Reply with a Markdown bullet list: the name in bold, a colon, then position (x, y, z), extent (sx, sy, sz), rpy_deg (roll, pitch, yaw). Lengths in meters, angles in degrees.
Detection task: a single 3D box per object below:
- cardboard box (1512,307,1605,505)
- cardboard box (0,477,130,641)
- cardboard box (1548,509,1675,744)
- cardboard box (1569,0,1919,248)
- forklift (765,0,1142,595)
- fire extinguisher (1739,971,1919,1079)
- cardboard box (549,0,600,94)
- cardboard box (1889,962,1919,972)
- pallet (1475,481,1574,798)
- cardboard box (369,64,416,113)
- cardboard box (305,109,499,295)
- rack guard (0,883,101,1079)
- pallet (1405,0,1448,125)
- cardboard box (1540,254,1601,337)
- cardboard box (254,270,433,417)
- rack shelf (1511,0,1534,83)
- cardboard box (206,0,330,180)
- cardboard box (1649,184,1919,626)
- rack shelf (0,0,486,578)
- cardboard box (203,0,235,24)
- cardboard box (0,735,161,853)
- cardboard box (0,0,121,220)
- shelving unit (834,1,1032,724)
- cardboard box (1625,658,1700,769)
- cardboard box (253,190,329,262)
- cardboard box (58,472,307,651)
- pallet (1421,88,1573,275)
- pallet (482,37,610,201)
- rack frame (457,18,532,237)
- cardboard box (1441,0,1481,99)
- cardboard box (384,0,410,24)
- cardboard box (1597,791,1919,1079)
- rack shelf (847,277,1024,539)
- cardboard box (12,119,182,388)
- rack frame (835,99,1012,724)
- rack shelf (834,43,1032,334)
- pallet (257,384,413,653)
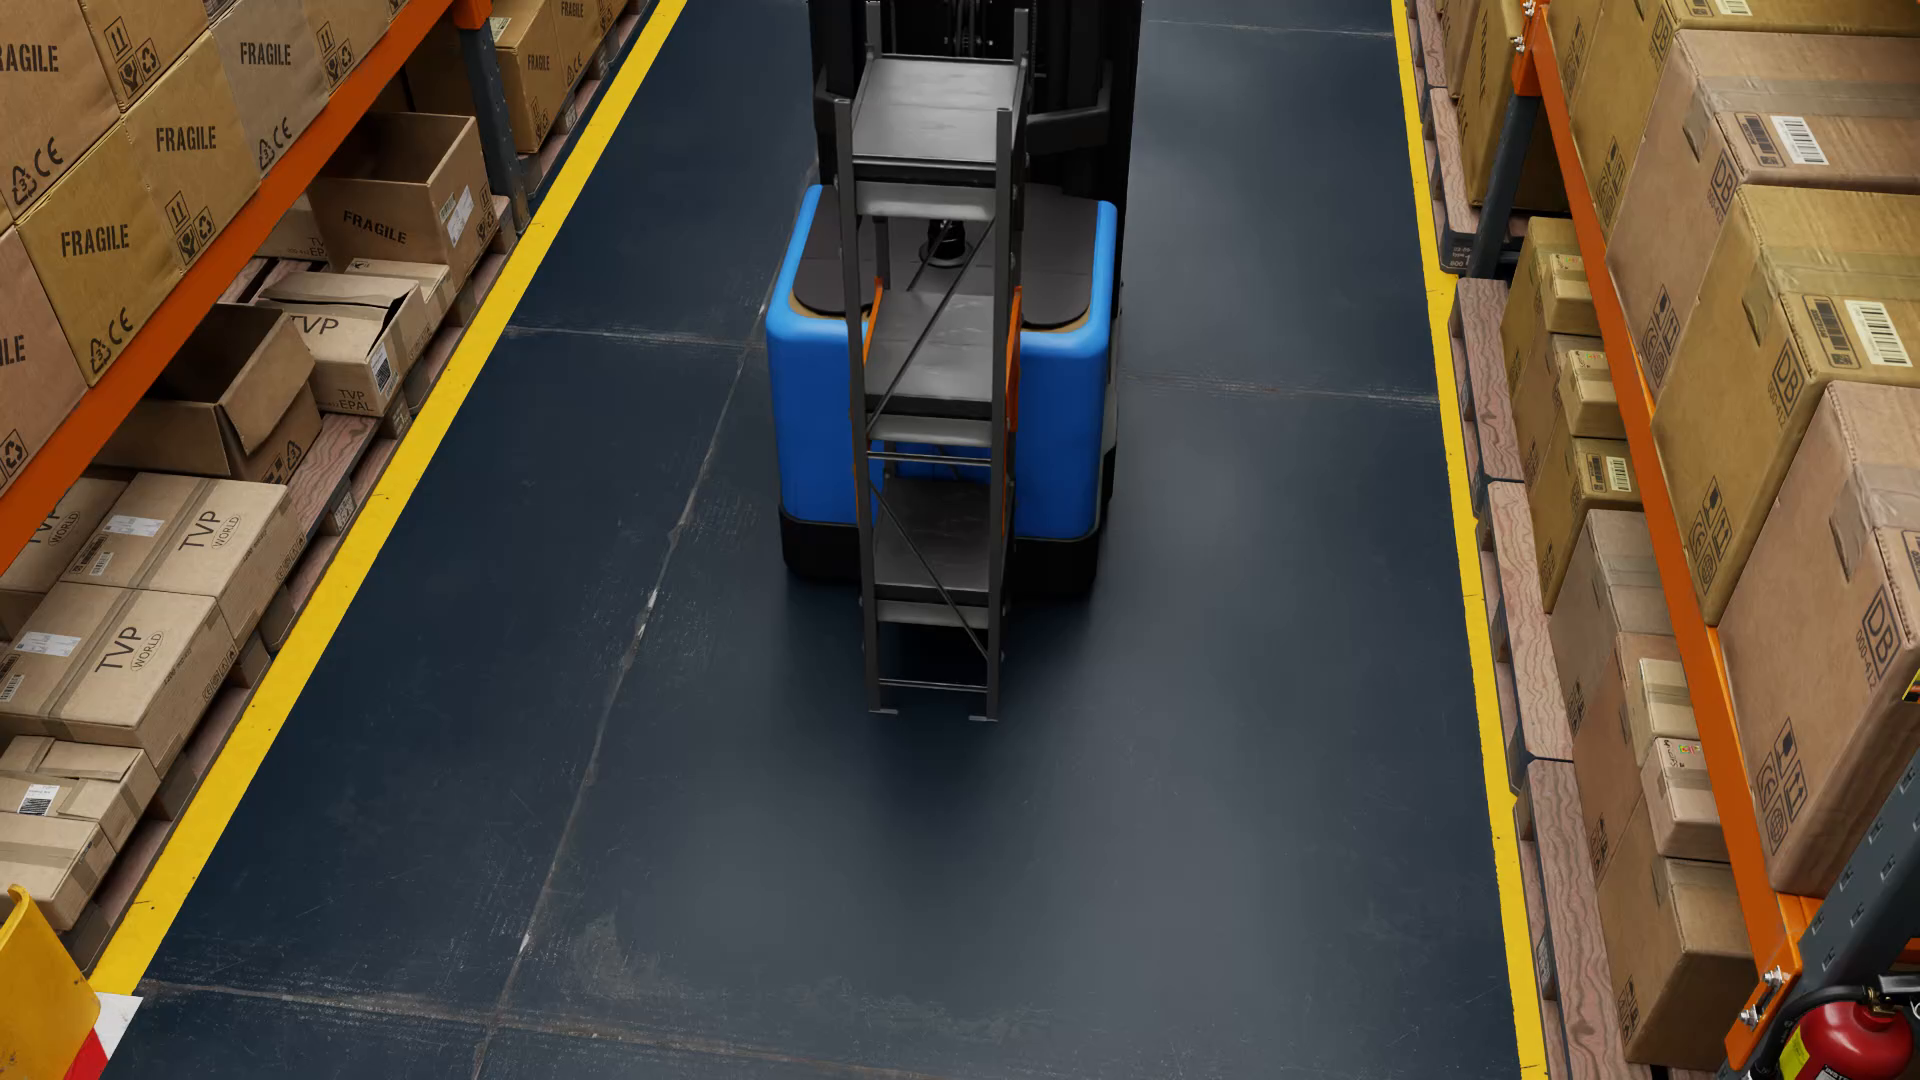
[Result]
- **cardboard box**: position (2.278, -0.432, 5.537), extent (0.700, 0.500, 0.500), rpy_deg (5, 44, 5)
- **cardboard box**: position (-2.908, 0.049, 5.196), extent (0.500, 0.250, 0.500), rpy_deg (5, 44, 6)
- **cardboard box**: position (2.145, 0.281, 4.784), extent (0.700, 0.500, 0.500), rpy_deg (4, 44, 4)
- **cardboard box**: position (2.359, -1.274, 4.695), extent (0.980, 0.700, 0.700), rpy_deg (4, 44, 4)
- **forklift**: position (0.075, -1.898, 5.623), extent (1.130, 2.935, 3.031), rpy_deg (4, 44, 4)
- **fire extinguisher**: position (1.542, 0.921, 2.924), extent (0.296, 0.674, 0.183), rpy_deg (5, 44, 6)
- **cardboard box**: position (-1.997, -2.402, 7.603), extent (0.500, 0.500, 0.500), rpy_deg (6, 44, 6)
- **cardboard box**: position (2.195, 0.833, 3.729), extent (0.380, 0.149, 0.250), rpy_deg (6, 44, 6)
- **pallet**: position (2.212, 0.328, 5.250), extent (1.003, 0.211, 1.213), rpy_deg (5, 44, 6)
- **cardboard box**: position (-2.581, -2.092, 7.276), extent (0.500, 0.500, 0.500), rpy_deg (5, 44, 5)
- **cardboard box**: position (-2.156, -1.316, 6.456), extent (0.500, 0.500, 0.500), rpy_deg (5, 44, 6)
- **rack guard**: position (-2.881, 1.104, 4.220), extent (1.175, 0.500, 0.348), rpy_deg (5, 44, 6)
- **pallet**: position (2.735, -2.384, 8.114), extent (1.003, 0.211, 1.213), rpy_deg (5, 44, 6)
- **cardboard box**: position (2.122, -0.793, 5.447), extent (0.380, 0.149, 0.250), rpy_deg (7, 44, 7)
- **cardboard box**: position (-2.255, -0.736, 5.981), extent (0.500, 0.311, 0.500), rpy_deg (5, 44, 6)
- **rack shelf**: position (2.813, -3.132, 7.399), extent (1.077, 0.370, 4.000), rpy_deg (5, 44, 6)
- **cardboard box**: position (-2.306, -1.448, 5.025), extent (0.500, 0.500, 0.500), rpy_deg (6, 44, 6)
- **cardboard box**: position (2.162, -0.258, 3.623), extent (0.980, 0.700, 0.700), rpy_deg (5, 44, 5)
- **rack shelf**: position (-2.627, -0.853, 4.993), extent (1.077, 0.370, 4.000), rpy_deg (5, 44, 6)
- **cardboard box**: position (-2.304, -1.816, 4.686), extent (0.500, 0.500, 0.500), rpy_deg (6, 44, 6)
- **cardboard box**: position (-2.462, 0.693, 4.577), extent (0.380, 0.166, 0.250), rpy_deg (5, 44, 6)
- **cardboard box**: position (-2.438, -1.127, 3.958), extent (0.500, 0.500, 0.500), rpy_deg (6, 44, 6)
- **shelving unit**: position (-0.057, -0.380, 4.624), extent (0.431, 2.100, 0.503), rpy_deg (4, 44, 4)
- **cardboard box**: position (1.883, 0.451, 4.133), extent (0.380, 0.149, 0.250), rpy_deg (6, 44, 7)
- **cardboard box**: position (-2.632, -1.395, 6.677), extent (0.500, 0.311, 0.500), rpy_deg (5, 44, 6)
- **cardboard box**: position (-2.406, 0.061, 5.184), extent (0.500, 0.250, 0.500), rpy_deg (5, 44, 6)
- **pallet**: position (2.576, -1.550, 7.233), extent (1.003, 0.211, 1.213), rpy_deg (5, 44, 6)
- **pallet**: position (-2.292, -2.023, 7.733), extent (1.003, 0.211, 1.213), rpy_deg (5, 44, 6)
- **rack frame**: position (-2.362, -2.478, 6.185), extent (1.000, 3.000, 0.127), rpy_deg (5, 44, 6)
- **cardboard box**: position (2.620, -2.463, 7.427), extent (0.750, 0.750, 0.750), rpy_deg (6, 44, 7)
- **cardboard box**: position (-2.174, -2.150, 5.766), extent (0.500, 0.500, 0.500), rpy_deg (6, 44, 6)
- **cardboard box**: position (2.013, 0.965, 4.062), extent (0.700, 0.500, 0.500), rpy_deg (5, 44, 6)
- **rack shelf**: position (-0.057, -0.370, 4.633), extent (0.431, 0.518, 0.480), rpy_deg (4, 44, 4)
- **cardboard box**: position (-2.439, -0.760, 4.298), extent (0.500, 0.500, 0.500), rpy_deg (5, 44, 5)
- **rack frame**: position (-0.082, -0.213, 4.448), extent (0.400, 2.100, 0.015), rpy_deg (4, 44, 4)
- **rack shelf**: position (-0.057, -0.878, 4.152), extent (0.431, 0.518, 0.480), rpy_deg (4, 44, 4)
- **pallet**: position (-2.613, -0.163, 5.769), extent (1.003, 0.211, 1.213), rpy_deg (5, 44, 6)
